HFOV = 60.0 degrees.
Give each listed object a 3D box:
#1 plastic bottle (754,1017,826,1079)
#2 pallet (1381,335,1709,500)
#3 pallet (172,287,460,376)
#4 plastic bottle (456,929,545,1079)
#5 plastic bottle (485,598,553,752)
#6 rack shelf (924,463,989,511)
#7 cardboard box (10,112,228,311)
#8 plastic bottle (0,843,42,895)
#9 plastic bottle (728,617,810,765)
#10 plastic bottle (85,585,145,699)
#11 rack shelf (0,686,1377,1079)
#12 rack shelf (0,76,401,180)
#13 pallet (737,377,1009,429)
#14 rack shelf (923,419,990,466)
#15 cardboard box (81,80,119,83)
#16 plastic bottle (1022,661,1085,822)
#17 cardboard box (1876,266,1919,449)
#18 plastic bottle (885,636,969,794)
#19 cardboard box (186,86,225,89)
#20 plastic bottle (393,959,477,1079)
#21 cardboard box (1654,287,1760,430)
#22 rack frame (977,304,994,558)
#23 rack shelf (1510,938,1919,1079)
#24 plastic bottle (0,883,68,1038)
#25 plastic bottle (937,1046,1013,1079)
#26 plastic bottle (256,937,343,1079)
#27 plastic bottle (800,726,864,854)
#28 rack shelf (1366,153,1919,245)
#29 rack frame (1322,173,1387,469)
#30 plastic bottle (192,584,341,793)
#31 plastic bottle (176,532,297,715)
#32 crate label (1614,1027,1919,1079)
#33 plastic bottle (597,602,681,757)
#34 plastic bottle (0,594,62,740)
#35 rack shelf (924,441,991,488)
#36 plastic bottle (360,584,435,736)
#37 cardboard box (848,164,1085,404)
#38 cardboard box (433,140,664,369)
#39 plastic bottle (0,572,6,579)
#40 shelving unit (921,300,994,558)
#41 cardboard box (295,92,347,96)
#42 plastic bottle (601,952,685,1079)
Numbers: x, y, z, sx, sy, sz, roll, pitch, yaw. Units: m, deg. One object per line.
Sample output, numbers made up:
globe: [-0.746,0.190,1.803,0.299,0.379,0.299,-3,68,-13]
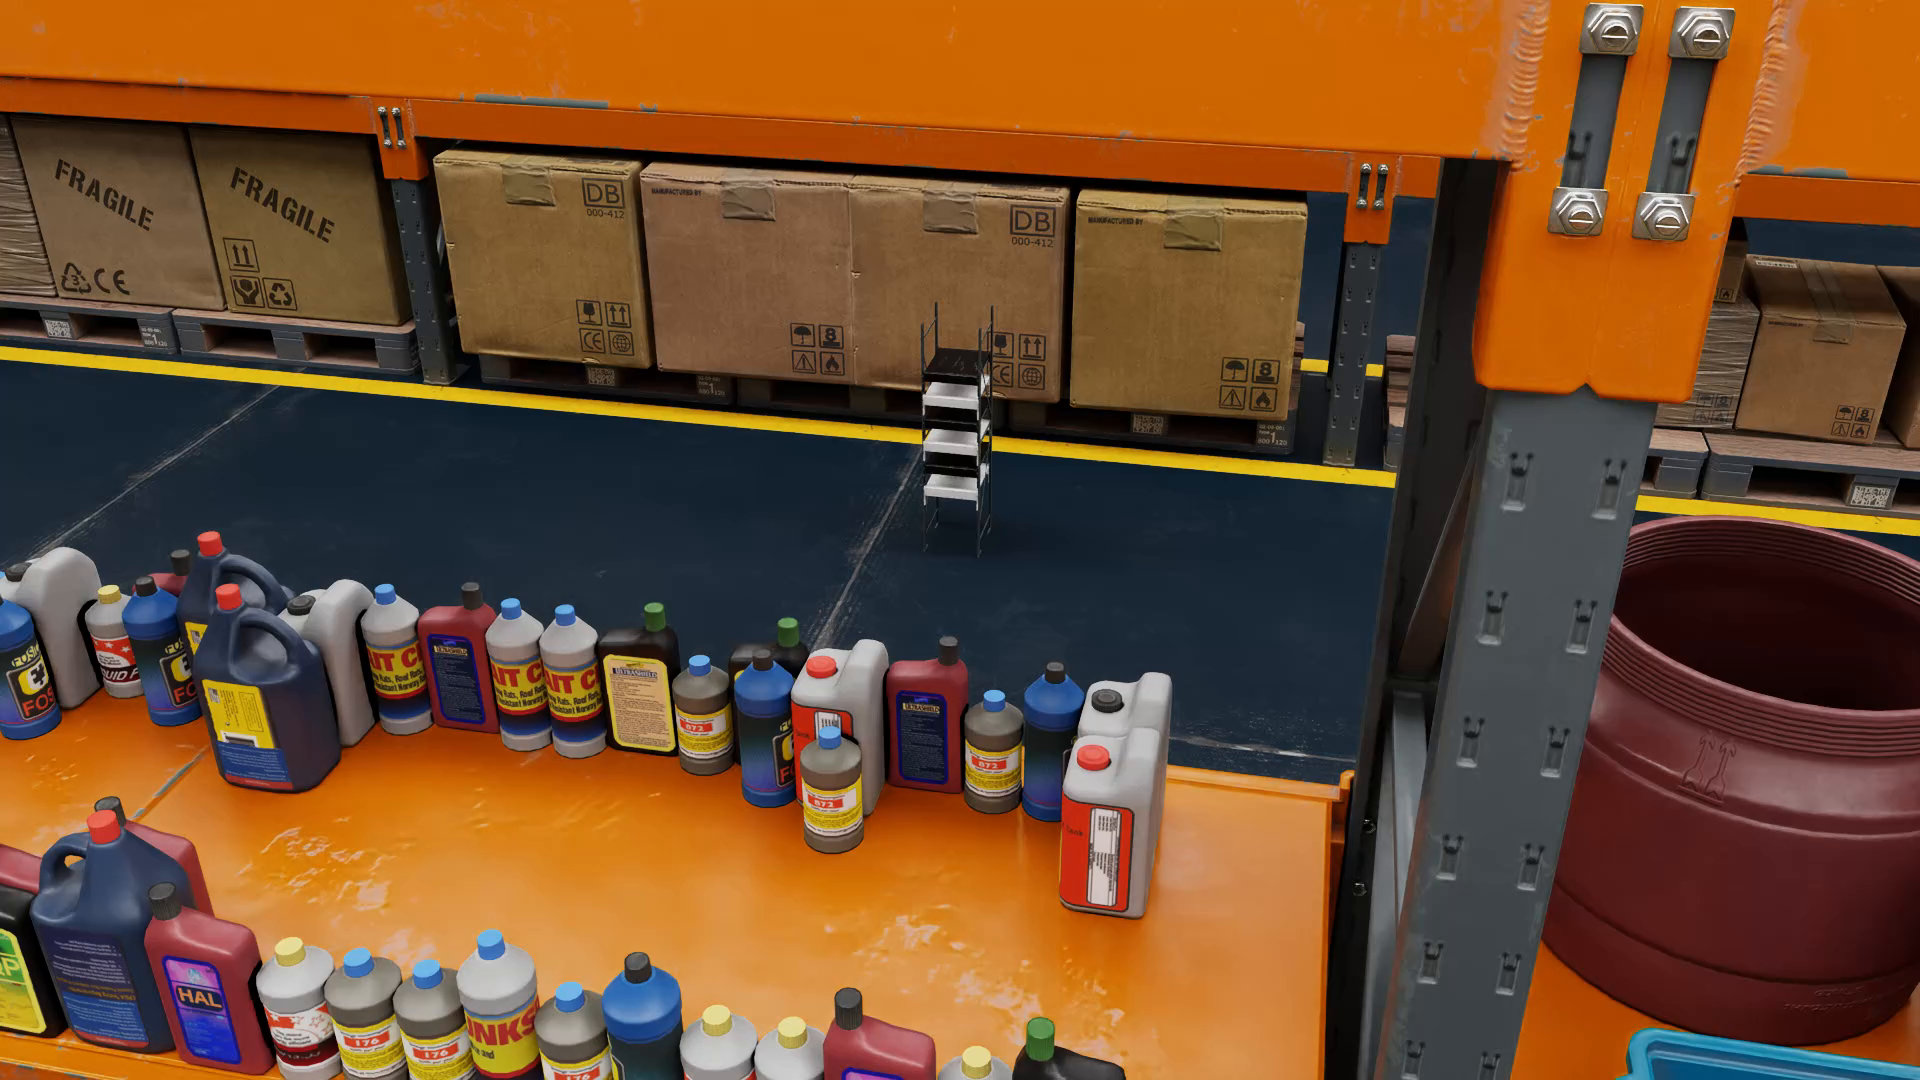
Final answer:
plastic bottle: [-0.206,0.684,2.084,0.097,0.201,0.097,0,29,0]
pallet: [2.412,-0.543,7.023,1.213,0.211,1.003,6,29,11]
pallet: [-2.991,-1.137,8.106,1.213,0.211,1.003,6,29,11]
plastic bottle: [-0.587,0.614,2.138,0.097,0.271,0.097,0,29,0]
plastic bottle: [-0.754,0.225,2.850,0.097,0.271,0.097,0,29,0]
rack shelf: [-0.008,-0.208,6.138,0.200,0.077,0.258,6,29,11]
cardboard box: [-3.773,-1.693,7.994,0.875,0.875,0.875,6,29,11]
plastic bottle: [-1.287,0.516,2.305,0.133,0.283,0.061,6,29,11]
plastic bottle: [-0.316,0.255,2.782,0.133,0.283,0.061,6,29,11]
plastic bottle: [-1.517,0.177,3.010,0.097,0.201,0.097,0,29,0]
rack shelf: [-1.342,0.595,2.788,4.000,0.370,1.077,6,29,11]
rack shelf: [-4.220,-2.132,7.769,4.000,0.370,1.077,6,29,11]
pallet: [-0.297,-0.860,7.602,1.213,0.211,1.003,6,29,11]
rack shelf: [-0.008,-0.366,6.051,0.200,0.077,0.258,6,29,11]
cardboard box: [-3.637,-2.116,7.253,0.250,0.149,0.380,6,29,12]
plastic bottle: [0.150,0.317,2.681,0.097,0.271,0.097,0,29,0]
cardboard box: [3.954,-0.725,6.596,0.500,0.500,0.700,3,29,6]
plastic bottle: [-0.054,0.282,2.733,0.133,0.283,0.061,6,29,11]
cardboard box: [-3.133,-2.065,7.159,0.250,0.149,0.380,5,29,10]
plastic bottle: [-0.682,0.635,2.173,0.097,0.201,0.097,0,29,0]
cardboard box: [2.852,-0.835,6.796,0.500,0.500,0.700,3,29,6]
rack frame: [0.091,-0.385,6.017,0.006,0.900,0.240,6,29,11]
rack shelf: [2.570,0.997,2.055,4.000,0.370,1.077,6,29,11]
plastic bottle: [-1.300,0.545,2.253,0.133,0.283,0.061,6,29,11]
plastic bottle: [0.020,0.707,2.041,0.097,0.201,0.097,0,29,0]
plastic bottle: [-0.872,0.616,2.209,0.097,0.201,0.097,0,29,0]
plastic bottle: [-0.202,0.386,2.627,0.097,0.201,0.097,0,29,0]
rack shelf: [3.604,-1.329,6.304,4.000,0.370,1.077,6,29,11]
rack frame: [1.648,-1.846,6.498,0.127,3.000,1.000,6,29,11]
plastic bottle: [-1.154,0.235,2.749,0.185,0.351,0.144,6,29,11]
plastic bottle: [-1.254,0.150,2.904,0.185,0.351,0.144,6,29,11]
crate label: [0.947,0.772,1.890,0.416,0.233,0.303,6,29,11]
plastic bottle: [-0.542,0.232,2.824,0.133,0.283,0.061,6,29,11]
plastic bottle: [-1.644,0.208,2.881,0.097,0.271,0.097,0,29,0]
rack shelf: [-0.008,-0.287,6.095,0.200,0.077,0.258,6,29,11]
plastic bottle: [-0.979,0.201,2.893,0.097,0.271,0.097,0,29,0]
cardboard box: [0.107,-1.270,7.221,0.875,0.875,1.225,6,29,11]
cardboard box: [-1.634,-1.444,7.539,0.875,0.875,1.225,6,29,11]
plastic bottle: [-1.744,0.154,3.053,0.097,0.201,0.097,0,29,0]
shelving unit: [-0.008,-0.396,6.035,0.210,0.900,0.258,6,29,11]
cardboard box: [-2.630,-2.013,7.065,0.250,0.149,0.380,6,29,11]
plastic bottle: [-0.396,0.634,2.103,0.097,0.271,0.097,0,29,0]
